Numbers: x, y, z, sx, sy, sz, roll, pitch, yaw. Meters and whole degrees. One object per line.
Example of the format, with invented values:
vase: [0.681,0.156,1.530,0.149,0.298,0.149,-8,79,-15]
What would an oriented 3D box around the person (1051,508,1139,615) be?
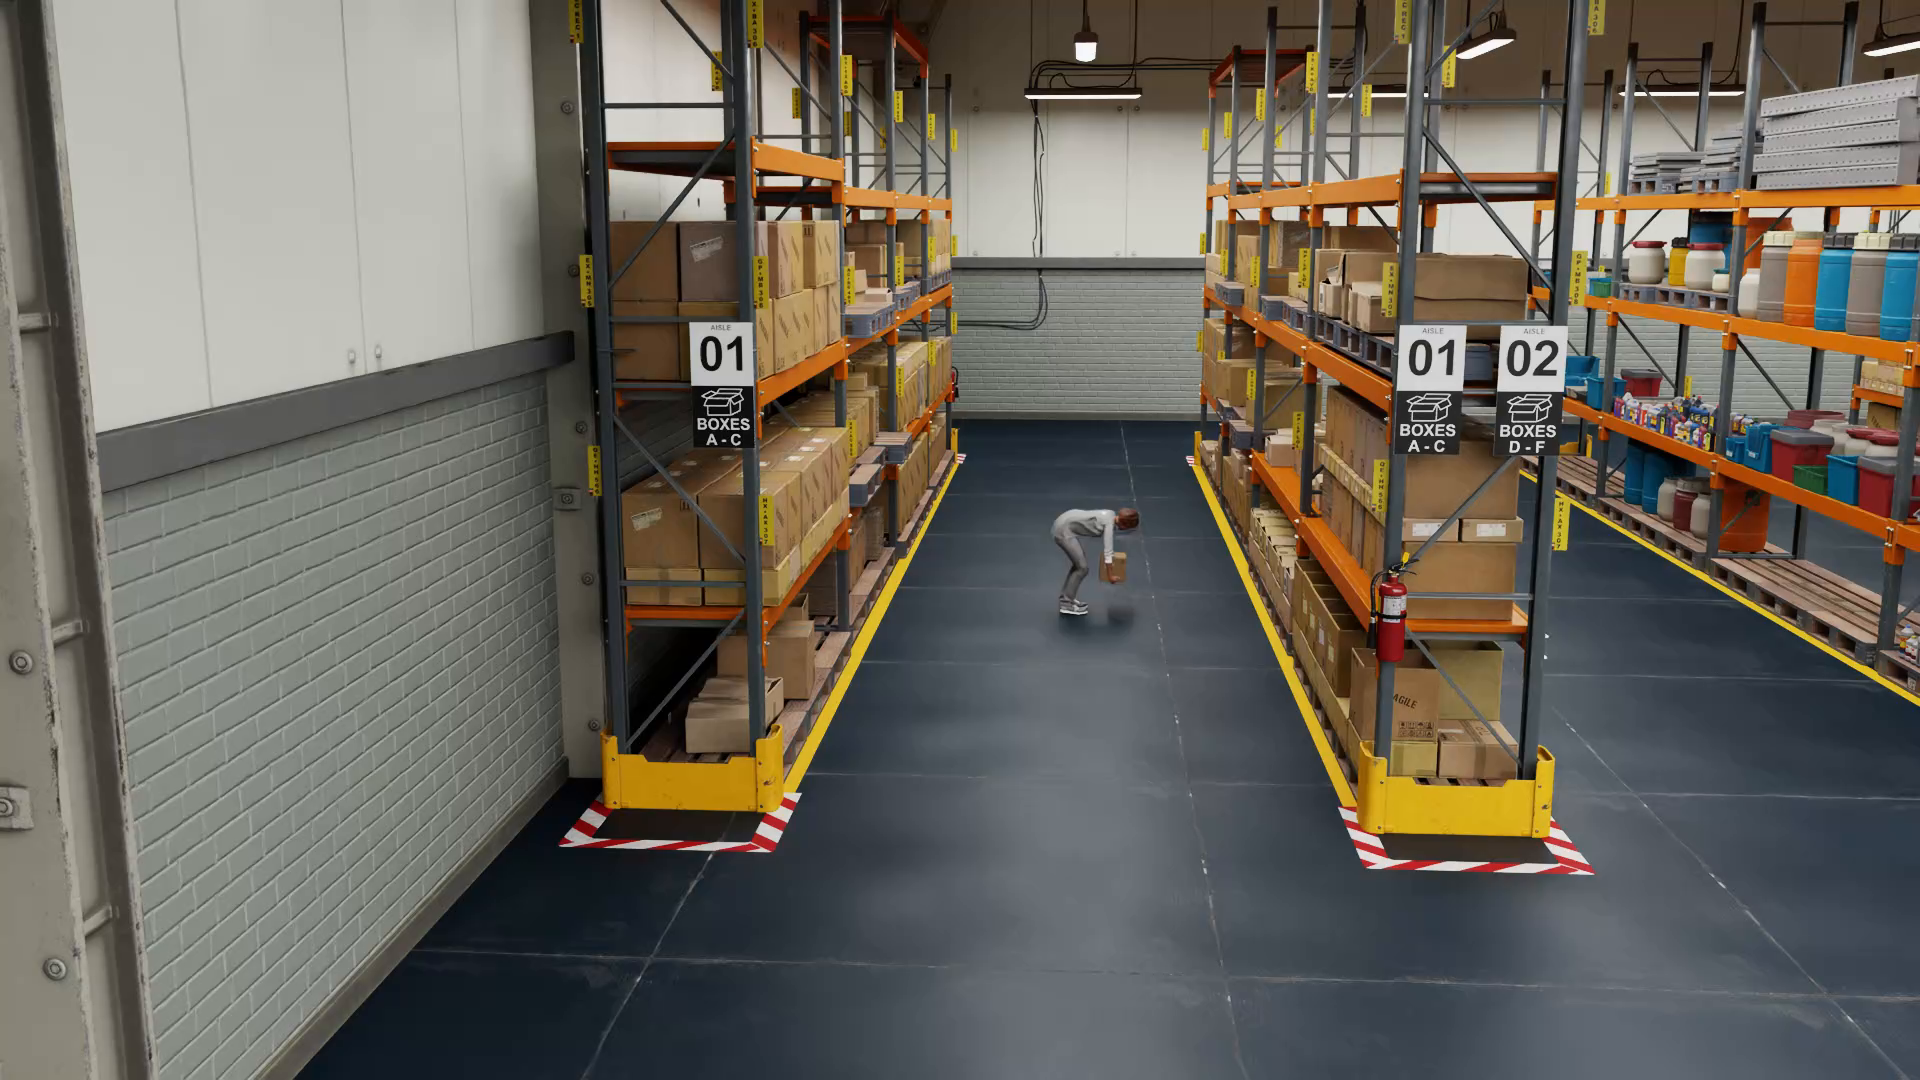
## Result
person: [1.325,0.208,16.386,0.864,1.029,0.390,0,11,2]
